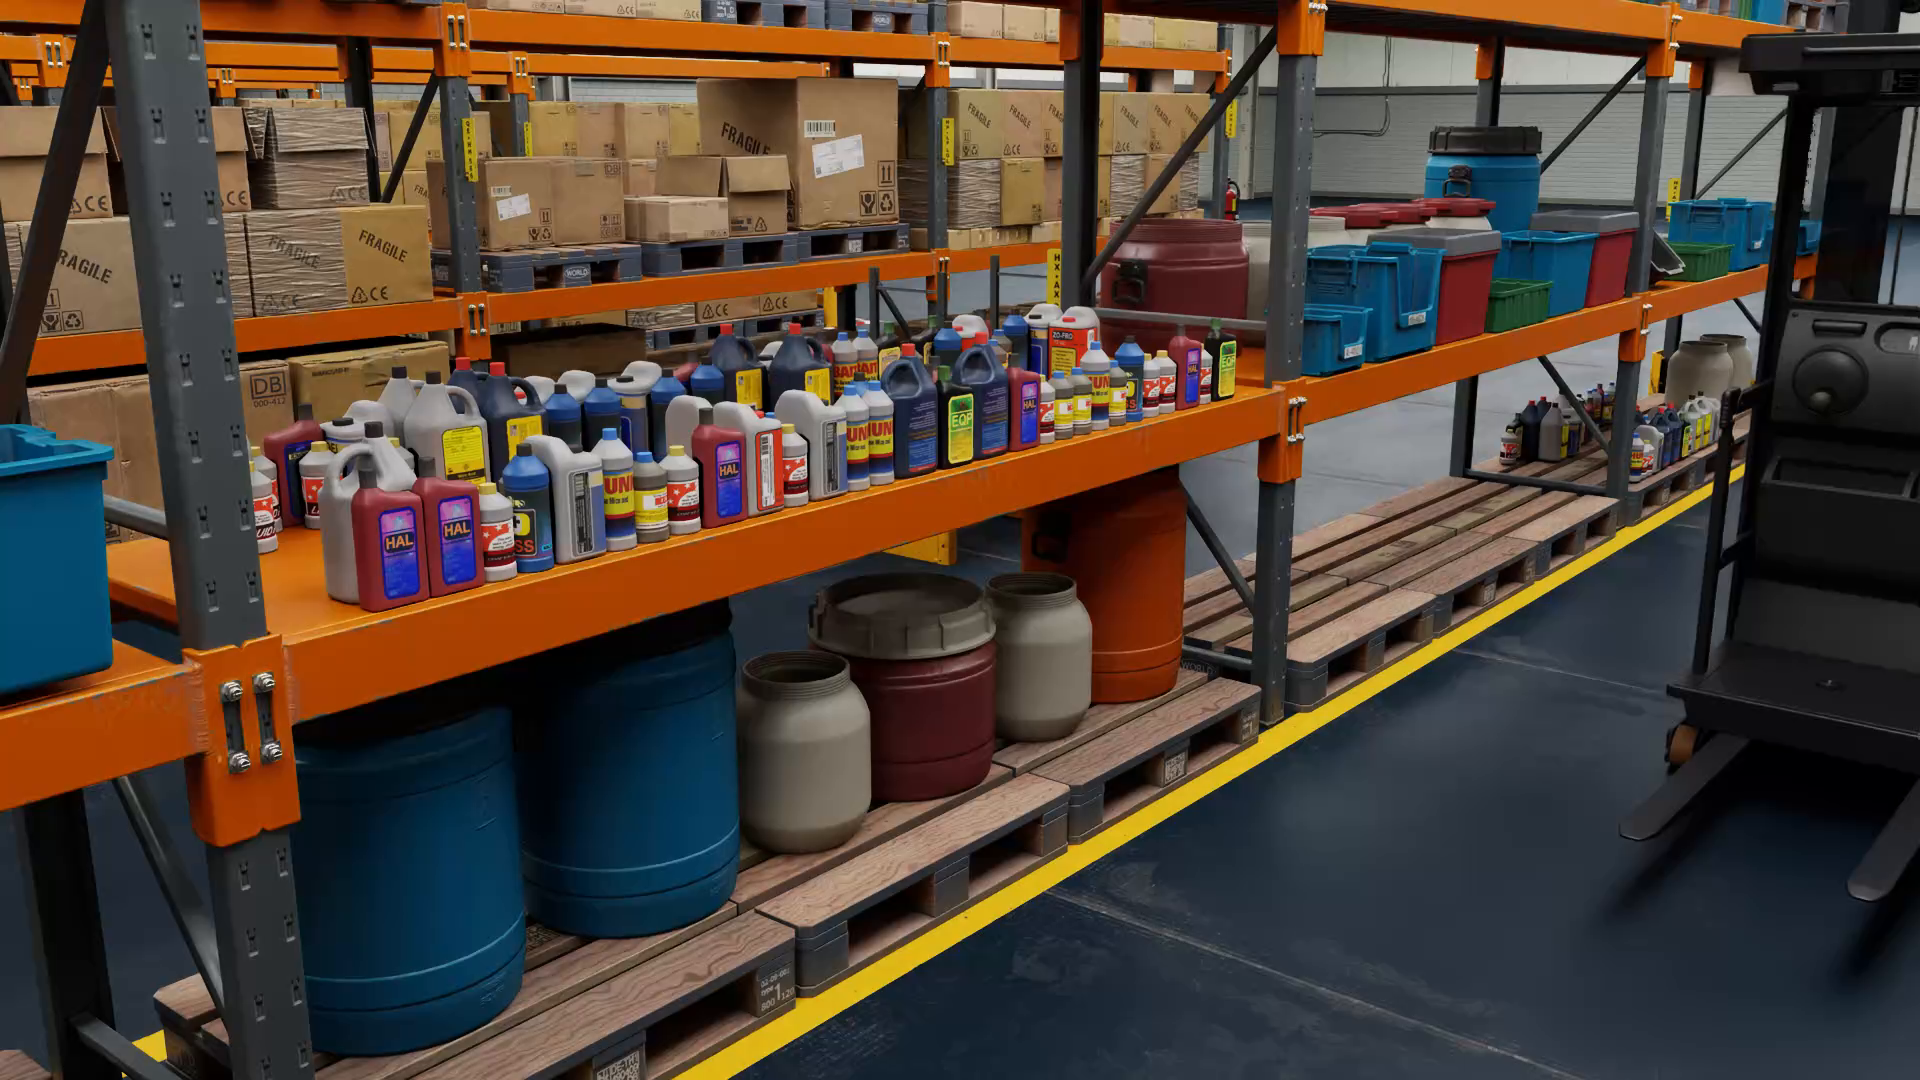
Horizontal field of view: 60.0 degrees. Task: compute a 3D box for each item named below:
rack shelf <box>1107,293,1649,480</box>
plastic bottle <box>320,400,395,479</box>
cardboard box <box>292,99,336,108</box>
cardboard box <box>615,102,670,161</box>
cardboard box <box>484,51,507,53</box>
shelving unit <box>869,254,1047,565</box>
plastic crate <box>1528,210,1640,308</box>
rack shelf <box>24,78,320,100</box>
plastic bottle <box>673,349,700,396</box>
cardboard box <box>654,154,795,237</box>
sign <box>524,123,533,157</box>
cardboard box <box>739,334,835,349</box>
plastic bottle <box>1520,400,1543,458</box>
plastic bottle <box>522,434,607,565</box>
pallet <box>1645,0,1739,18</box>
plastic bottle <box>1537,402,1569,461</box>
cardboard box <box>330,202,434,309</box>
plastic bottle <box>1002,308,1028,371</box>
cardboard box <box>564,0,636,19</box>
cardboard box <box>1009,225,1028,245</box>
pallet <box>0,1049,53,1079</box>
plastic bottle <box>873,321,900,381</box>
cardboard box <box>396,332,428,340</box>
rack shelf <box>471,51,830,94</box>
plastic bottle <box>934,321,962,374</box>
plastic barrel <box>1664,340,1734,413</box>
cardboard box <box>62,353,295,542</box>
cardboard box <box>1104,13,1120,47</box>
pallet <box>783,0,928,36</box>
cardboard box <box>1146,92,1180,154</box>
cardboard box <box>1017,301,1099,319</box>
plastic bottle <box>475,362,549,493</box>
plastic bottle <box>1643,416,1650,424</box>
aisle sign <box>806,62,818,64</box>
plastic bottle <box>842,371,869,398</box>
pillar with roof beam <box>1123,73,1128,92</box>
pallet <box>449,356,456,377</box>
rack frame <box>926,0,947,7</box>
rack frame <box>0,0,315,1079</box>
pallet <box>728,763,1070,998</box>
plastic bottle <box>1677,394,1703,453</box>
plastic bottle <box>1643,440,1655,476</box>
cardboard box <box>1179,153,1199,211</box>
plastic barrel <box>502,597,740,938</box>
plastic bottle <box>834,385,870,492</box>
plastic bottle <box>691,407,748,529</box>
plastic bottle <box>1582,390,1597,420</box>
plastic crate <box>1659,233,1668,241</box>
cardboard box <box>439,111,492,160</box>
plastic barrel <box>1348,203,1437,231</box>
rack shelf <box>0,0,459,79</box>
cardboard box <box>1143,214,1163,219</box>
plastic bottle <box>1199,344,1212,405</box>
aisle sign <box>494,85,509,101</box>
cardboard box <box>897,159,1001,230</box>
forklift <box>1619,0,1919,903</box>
[{"bbox_3d":[2.076,-0.861,7.881,1.077,0.370,4.000,11,18,38],"label":"rack shelf"},{"bbox_3d":[-1.469,-0.196,4.054,0.152,0.276,0.135,11,18,38],"label":"plastic bottle"},{"bbox_3d":[-7.444,-4.715,18.754,0.700,0.500,0.500,11,18,38],"label":"cardboard box"},{"bbox_3d":[-3.353,-4.013,16.330,0.875,0.550,0.550,11,18,38],"label":"cardboard box"},{"bbox_3d":[-5.825,-6.044,20.433,0.500,0.250,0.500,11,18,37],"label":"cardboard box"},{"bbox_3d":[0.048,-0.742,8.996,0.587,1.500,1.083,11,18,38],"label":"shelving unit"},{"bbox_3d":[3.267,-1.484,8.741,0.402,0.464,0.583,11,18,38],"label":"plastic crate"},{"bbox_3d":[-10.833,-6.148,22.602,1.077,0.370,4.000,11,18,38],"label":"rack shelf"},{"bbox_3d":[-0.812,-0.418,4.912,0.061,0.283,0.133,11,18,38],"label":"plastic bottle"},{"bbox_3d":[-1.537,-2.267,10.890,0.797,0.503,0.637,14,20,43],"label":"cardboard box"},{"bbox_3d":[-3.885,-3.587,14.959,0.100,0.325,0.005,11,18,38],"label":"sign"},{"bbox_3d":[-1.236,-1.158,11.774,0.700,0.500,0.500,11,18,37],"label":"cardboard box"},{"bbox_3d":[3.514,-0.690,10.234,0.144,0.351,0.185,11,18,36],"label":"plastic bottle"},{"bbox_3d":[-0.878,-0.100,3.678,0.152,0.276,0.135,11,18,38],"label":"plastic bottle"},{"bbox_3d":[3.711,-3.108,9.558,1.213,0.211,1.003,11,18,38],"label":"pallet"},{"bbox_3d":[3.626,-0.668,10.146,0.144,0.351,0.185,11,18,38],"label":"plastic bottle"},{"bbox_3d":[-3.151,-1.509,8.767,0.500,0.500,0.500,12,19,39],"label":"cardboard box"},{"bbox_3d":[0.202,-0.714,6.101,0.097,0.271,0.097,0,14,0],"label":"plastic bottle"},{"bbox_3d":[-2.217,-3.123,9.537,0.500,0.250,0.500,12,18,39],"label":"cardboard box"},{"bbox_3d":[0.302,-2.379,12.908,0.380,0.149,0.250,11,18,38],"label":"cardboard box"},{"bbox_3d":[-2.127,1.438,3.035,1.003,0.211,1.213,11,18,38],"label":"pallet"},{"bbox_3d":[-0.260,-0.586,5.574,0.061,0.283,0.133,11,18,38],"label":"plastic bottle"},{"bbox_3d":[-5.243,-1.942,14.393,1.050,0.750,0.750,11,18,38],"label":"cardboard box"},{"bbox_3d":[-3.057,-4.634,16.642,1.077,0.370,4.000,11,18,38],"label":"rack shelf"},{"bbox_3d":[-0.042,-0.616,5.715,0.097,0.271,0.097,0,14,0],"label":"plastic bottle"},{"bbox_3d":[5.178,-1.123,11.650,0.421,0.512,0.421,0,14,0],"label":"plastic barrel"},{"bbox_3d":[-4.049,-0.469,8.337,1.225,0.875,0.875,11,18,38],"label":"cardboard box"},{"bbox_3d":[0.937,-4.085,13.322,0.500,0.250,0.500,11,18,37],"label":"cardboard box"},{"bbox_3d":[-0.990,-3.620,11.571,1.213,0.211,1.003,11,18,38],"label":"pallet"},{"bbox_3d":[1.532,-3.562,14.216,0.500,0.500,0.500,11,18,38],"label":"cardboard box"},{"bbox_3d":[0.832,-1.764,14.197,0.500,0.500,0.500,14,20,43],"label":"cardboard box"},{"bbox_3d":[-1.143,-0.277,4.220,0.144,0.351,0.185,11,18,38],"label":"plastic bottle"},{"bbox_3d":[4.160,-0.620,10.121,0.097,0.271,0.097,0,14,0],"label":"plastic bottle"},{"bbox_3d":[-1.522,-5.139,17.981,0.394,0.787,0.004,11,18,38],"label":"aisle sign"},{"bbox_3d":[-0.275,-0.327,4.581,0.097,0.271,0.097,0,14,0],"label":"plastic bottle"},{"bbox_3d":[7.718,-12.270,39.146,9.100,9.000,0.400,11,18,38],"label":"pillar with roof beam"},{"bbox_3d":[-4.740,-1.635,15.131,1.003,0.211,1.213,11,18,38],"label":"pallet"},{"bbox_3d":[-0.519,-5.267,11.579,1.000,3.000,0.127,11,18,38],"label":"rack frame"},{"bbox_3d":[-1.697,-0.061,3.272,0.949,2.616,0.053,11,18,38],"label":"rack frame"},{"bbox_3d":[-0.411,0.915,5.093,1.003,0.211,1.213,11,18,38],"label":"pallet"},{"bbox_3d":[4.549,-0.730,10.391,0.144,0.351,0.185,11,18,37],"label":"plastic bottle"},{"bbox_3d":[4.002,-0.482,9.717,0.097,0.201,0.097,0,14,0],"label":"plastic bottle"},{"bbox_3d":[1.628,-3.217,14.886,0.875,0.500,0.500,11,18,38],"label":"cardboard box"},{"bbox_3d":[-0.895,0.516,4.410,0.600,0.901,0.708,11,18,38],"label":"plastic barrel"},{"bbox_3d":[-0.286,-0.268,4.346,0.097,0.271,0.097,0,14,0],"label":"plastic bottle"},{"bbox_3d":[-0.574,-0.178,3.970,0.061,0.283,0.133,11,18,38],"label":"plastic bottle"},{"bbox_3d":[4.187,-0.866,11.087,0.097,0.271,0.097,0,14,0],"label":"plastic bottle"},{"bbox_3d":[5.034,-2.109,11.870,0.298,0.136,0.250,11,18,38],"label":"plastic crate"},{"bbox_3d":[-4.621,-3.583,14.902,0.700,0.500,0.500,11,18,37],"label":"cardboard box"},{"bbox_3d":[2.100,-1.369,8.143,0.433,0.535,0.433,0,14,0],"label":"plastic barrel"},{"bbox_3d":[-4.290,-2.315,7.514,1.077,0.370,4.000,11,18,38],"label":"rack shelf"},{"bbox_3d":[1.532,-2.768,14.437,0.380,0.149,0.250,11,18,38],"label":"cardboard box"},{"bbox_3d":[0.810,-0.568,5.669,0.097,0.201,0.097,0,14,0],"label":"plastic bottle"},{"bbox_3d":[-5.915,-5.979,21.285,0.394,0.787,0.004,11,18,38],"label":"aisle sign"},{"bbox_3d":[-0.188,-2.628,12.570,0.875,0.500,0.500,11,18,38],"label":"cardboard box"},{"bbox_3d":[3.144,-0.581,5.456,1.130,2.935,3.031,12,18,38],"label":"forklift"}]
